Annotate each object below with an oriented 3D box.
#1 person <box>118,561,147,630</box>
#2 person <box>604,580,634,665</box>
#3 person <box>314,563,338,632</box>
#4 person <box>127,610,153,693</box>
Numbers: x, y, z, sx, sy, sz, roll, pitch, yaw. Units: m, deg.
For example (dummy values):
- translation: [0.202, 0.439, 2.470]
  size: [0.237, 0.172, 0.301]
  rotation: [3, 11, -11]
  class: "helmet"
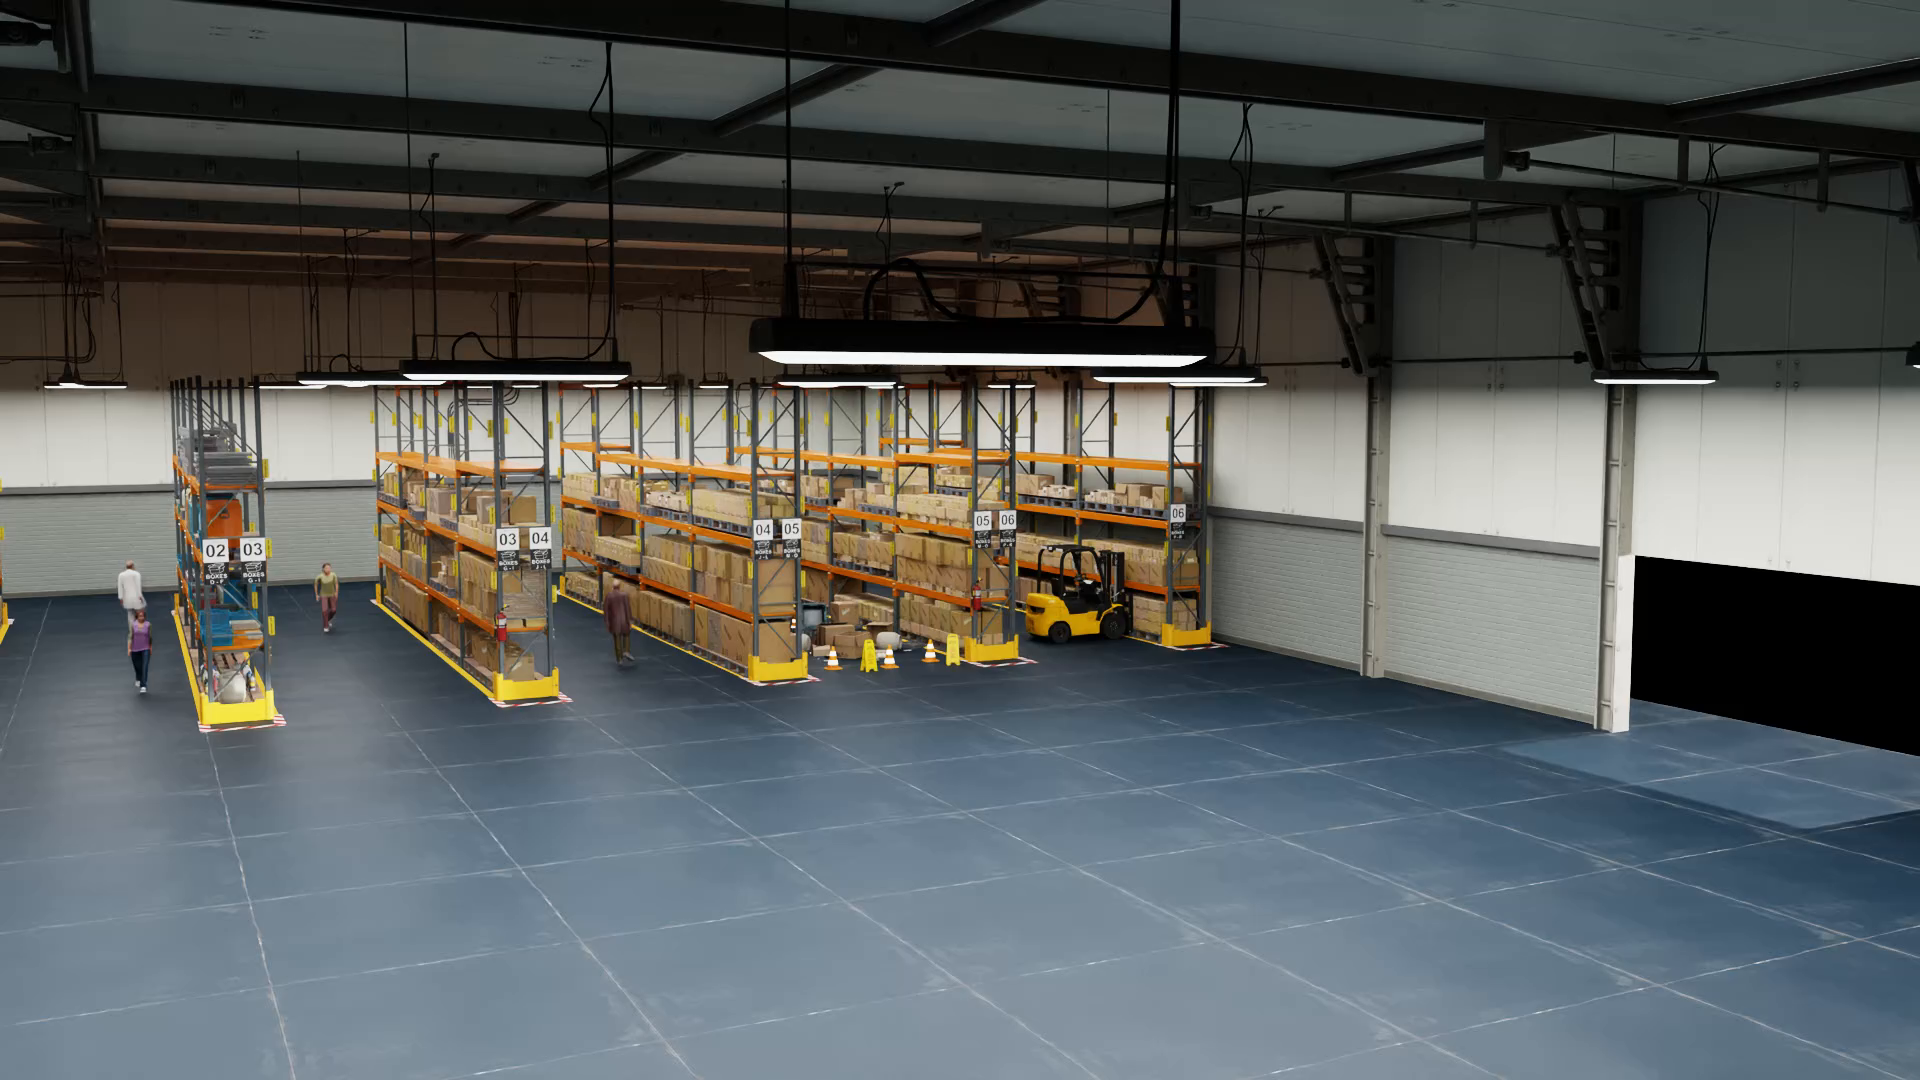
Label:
- translation: [-19.377, 1.373, 38.931]
  size: [0.624, 1.770, 0.572]
  rotation: [-2, 5, -17]
  class: "person"
- translation: [-7.172, 1.721, 34.938]
  size: [0.599, 1.765, 0.528]
  rotation: [-1, 5, -16]
  class: "person"
- translation: [-15.240, 1.354, 39.987]
  size: [0.534, 1.655, 0.638]
  rotation: [-3, 6, -33]
  class: "person"
- translation: [-15.682, 2.106, 31.827]
  size: [0.441, 1.563, 0.870]
  rotation: [-2, 5, -22]
  class: "person"
